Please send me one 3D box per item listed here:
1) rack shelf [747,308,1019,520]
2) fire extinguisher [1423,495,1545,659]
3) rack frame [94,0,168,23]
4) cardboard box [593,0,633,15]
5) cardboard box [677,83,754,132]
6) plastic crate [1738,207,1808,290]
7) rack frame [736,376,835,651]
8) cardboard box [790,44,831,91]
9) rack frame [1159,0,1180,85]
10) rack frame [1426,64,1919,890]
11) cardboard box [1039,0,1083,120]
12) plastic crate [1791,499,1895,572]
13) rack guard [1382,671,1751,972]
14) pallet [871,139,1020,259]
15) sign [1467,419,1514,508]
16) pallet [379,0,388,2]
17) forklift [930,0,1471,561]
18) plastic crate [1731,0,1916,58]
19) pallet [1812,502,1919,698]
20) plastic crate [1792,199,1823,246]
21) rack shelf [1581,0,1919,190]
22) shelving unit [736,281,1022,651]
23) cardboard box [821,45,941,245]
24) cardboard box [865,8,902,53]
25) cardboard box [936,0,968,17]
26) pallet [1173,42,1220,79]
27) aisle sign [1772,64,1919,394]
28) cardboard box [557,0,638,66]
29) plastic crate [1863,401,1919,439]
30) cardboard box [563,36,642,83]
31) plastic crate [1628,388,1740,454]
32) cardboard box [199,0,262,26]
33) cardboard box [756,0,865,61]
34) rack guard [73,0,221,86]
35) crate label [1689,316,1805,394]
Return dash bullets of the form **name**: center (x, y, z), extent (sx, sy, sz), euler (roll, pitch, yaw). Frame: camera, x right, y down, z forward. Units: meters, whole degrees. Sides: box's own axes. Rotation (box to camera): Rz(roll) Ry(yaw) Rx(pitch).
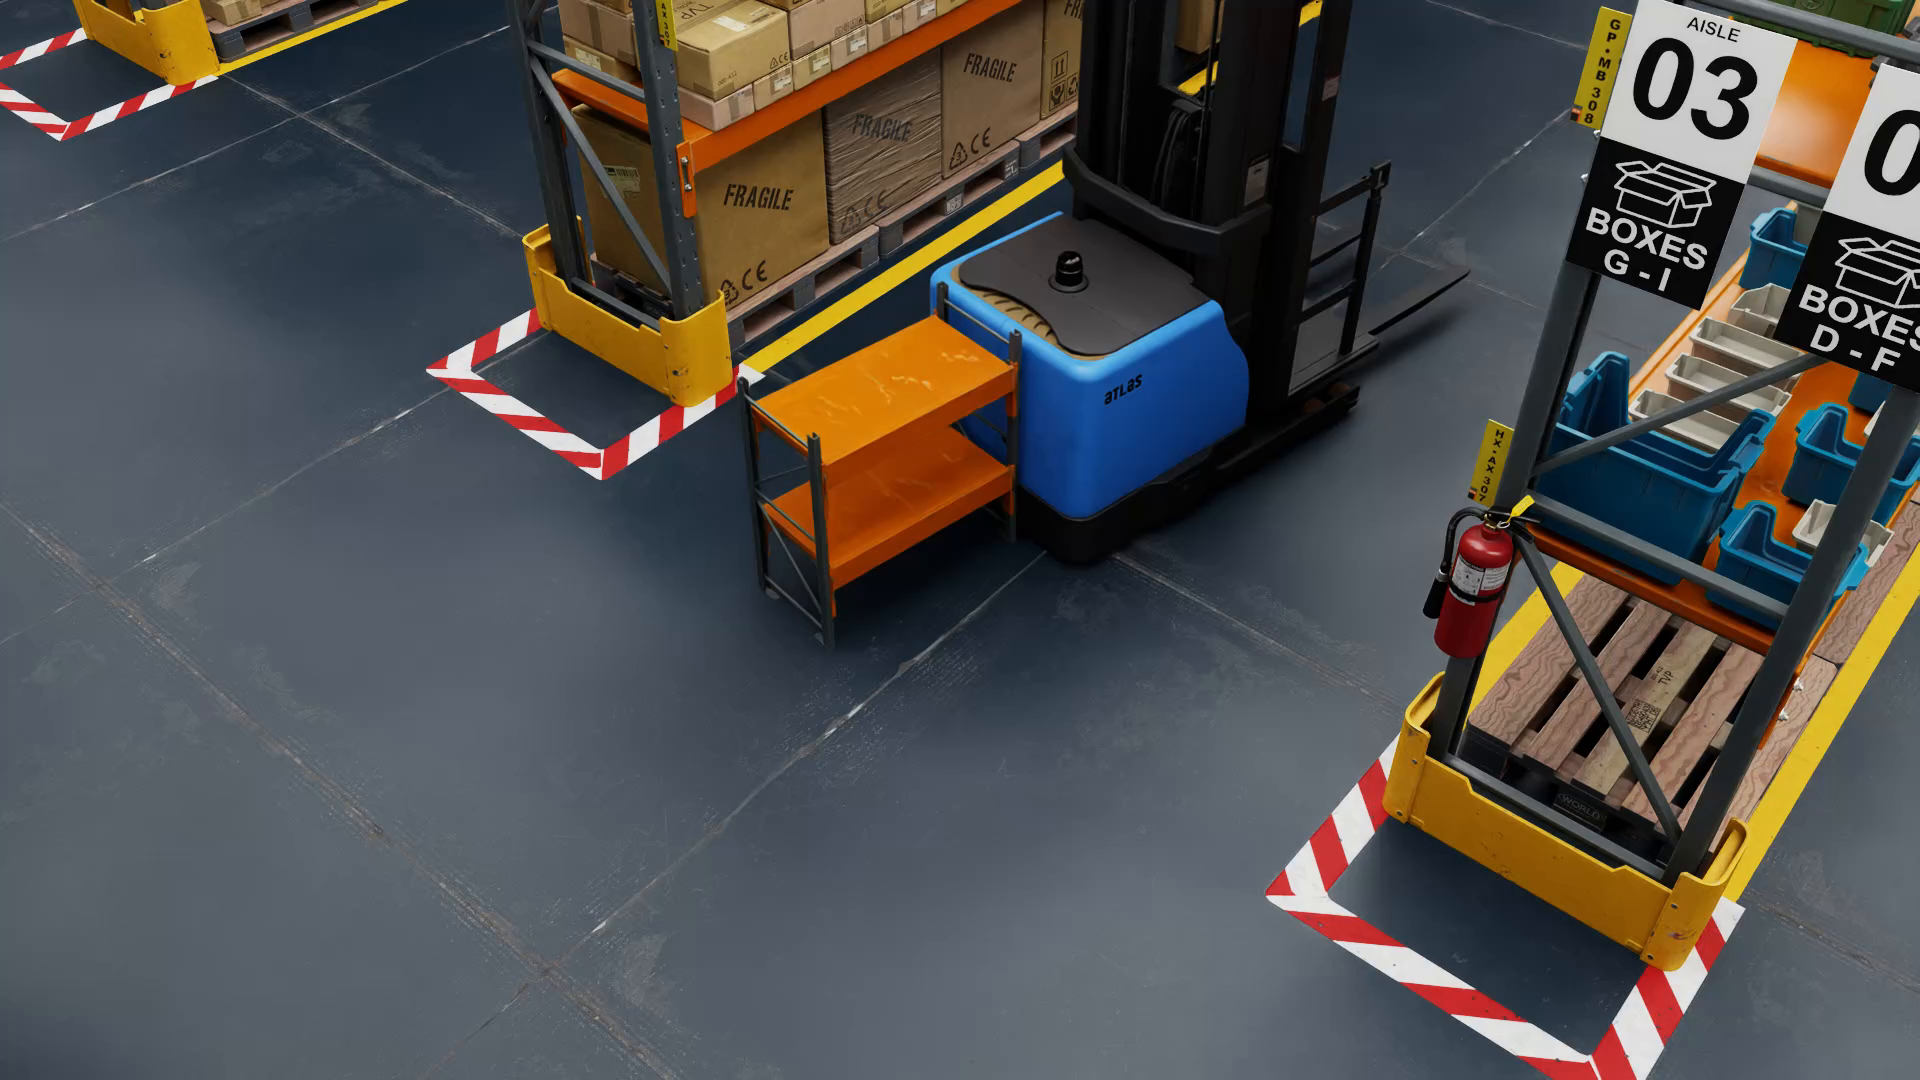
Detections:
- **rack shelf**: center (-0.310, -0.529, 6.743), extent (1.000, 0.278, 0.538), euler (-30, 50, -29)
- **fire extinguisher**: center (1.697, 0.098, 5.430), extent (0.296, 0.674, 0.183), euler (29, 50, 28)
- **rack frame**: center (-5.380, -4.294, 9.925), extent (1.000, 3.000, 0.127), euler (29, 50, 28)
- **cardboard box**: center (-1.537, -2.791, 7.605), extent (0.500, 0.500, 0.500), euler (30, 50, 29)
- **cardboard box**: center (-1.168, -2.041, 7.634), extent (0.380, 0.149, 0.250), euler (30, 50, 29)
- **plastic crate**: center (3.267, -1.079, 6.469), extent (0.416, 0.233, 0.300), euler (29, 50, 28)
- **rack frame**: center (-0.695, -0.089, 6.694), extent (0.032, 1.125, 0.500), euler (-30, 50, -29)
- **cardboard box**: center (-0.840, -2.306, 7.926), extent (0.380, 0.149, 0.250), euler (28, 49, 28)
- **rack frame**: center (0.925, -4.154, 9.771), extent (1.000, 3.000, 0.127), euler (29, 50, 28)
- **rack frame**: center (2.142, 0.050, 5.148), extent (1.000, 3.000, 0.127), euler (29, 50, 28)
- **cardboard box**: center (0.439, -3.218, 10.009), extent (0.875, 0.875, 0.875), euler (29, 50, 28)
- **plastic crate**: center (2.823, 0.011, 5.341), extent (0.250, 0.136, 0.298), euler (29, 50, 28)
- **rack guard**: center (2.136, 0.993, 5.969), extent (1.175, 0.500, 0.348), euler (29, 50, 28)
- **pallet**: center (-0.409, -2.134, 9.622), extent (1.003, 0.211, 1.213), euler (29, 50, 28)
- **sign**: center (1.710, -0.240, 5.345), extent (0.100, 0.325, 0.005), euler (29, 50, 28)
- **pallet**: center (-3.996, -4.330, 12.037), extent (1.003, 0.211, 1.213), euler (29, 50, 28)
- **forklift**: center (1.301, -1.840, 7.277), extent (3.031, 2.935, 1.130), euler (-30, 50, -29)
- **plastic crate**: center (2.558, -1.613, 4.904), extent (0.450, 0.188, 0.336), euler (29, 50, 28)
- **pallet**: center (3.488, 0.049, 7.222), extent (1.003, 0.211, 1.213), euler (29, 50, 28)
- **plastic crate**: center (3.592, -1.281, 6.655), extent (0.437, 0.282, 0.530), euler (29, 50, 28)
- **rack shelf**: center (3.429, -1.823, 5.513), extent (1.077, 0.370, 4.000), euler (29, 50, 28)
- **shelving unit**: center (-0.310, -0.312, 6.940), extent (1.048, 1.125, 0.538), euler (-30, 50, -29)
- **cardboard box**: center (-0.713, -2.296, 8.995), extent (0.875, 0.875, 0.875), euler (29, 50, 28)
- **cardboard box**: center (-0.508, -2.571, 8.217), extent (0.380, 0.149, 0.250), euler (29, 49, 28)
- **cardboard box**: center (-0.179, -2.834, 8.506), extent (0.380, 0.149, 0.250), euler (28, 49, 27)
- **pallet**: center (1.364, -3.552, 11.182), extent (1.003, 0.211, 1.213), euler (29, 50, 28)
- **aisle sign**: center (2.323, -0.746, 4.091), extent (0.394, 0.787, 0.004), euler (29, 50, 28)
- **cardboard box**: center (-1.540, -2.513, 7.857), extent (0.500, 0.250, 0.500), euler (29, 50, 28)
- **plastic crate**: center (3.259, -0.338, 5.726), extent (0.250, 0.136, 0.298), euler (29, 50, 28)
- **cardboard box**: center (-1.672, -2.327, 7.949), extent (0.380, 0.149, 0.250), euler (30, 50, 29)
- **plastic crate**: center (2.528, -0.373, 5.764), extent (0.396, 0.136, 0.243), euler (29, 50, 28)
- **cardboard box**: center (-4.798, -3.526, 10.887), extent (0.380, 0.149, 0.250), euler (31, 50, 29)
- **cardboard box**: center (-0.804, -2.550, 7.897), extent (0.500, 0.250, 0.500), euler (29, 50, 28)
- **rack guard**: center (-5.331, -3.408, 10.809), extent (1.175, 0.500, 0.348), euler (29, 50, 28)
- **crate label**: center (2.886, -0.670, 6.091), extent (0.396, 0.136, 0.243), euler (29, 50, 28)
